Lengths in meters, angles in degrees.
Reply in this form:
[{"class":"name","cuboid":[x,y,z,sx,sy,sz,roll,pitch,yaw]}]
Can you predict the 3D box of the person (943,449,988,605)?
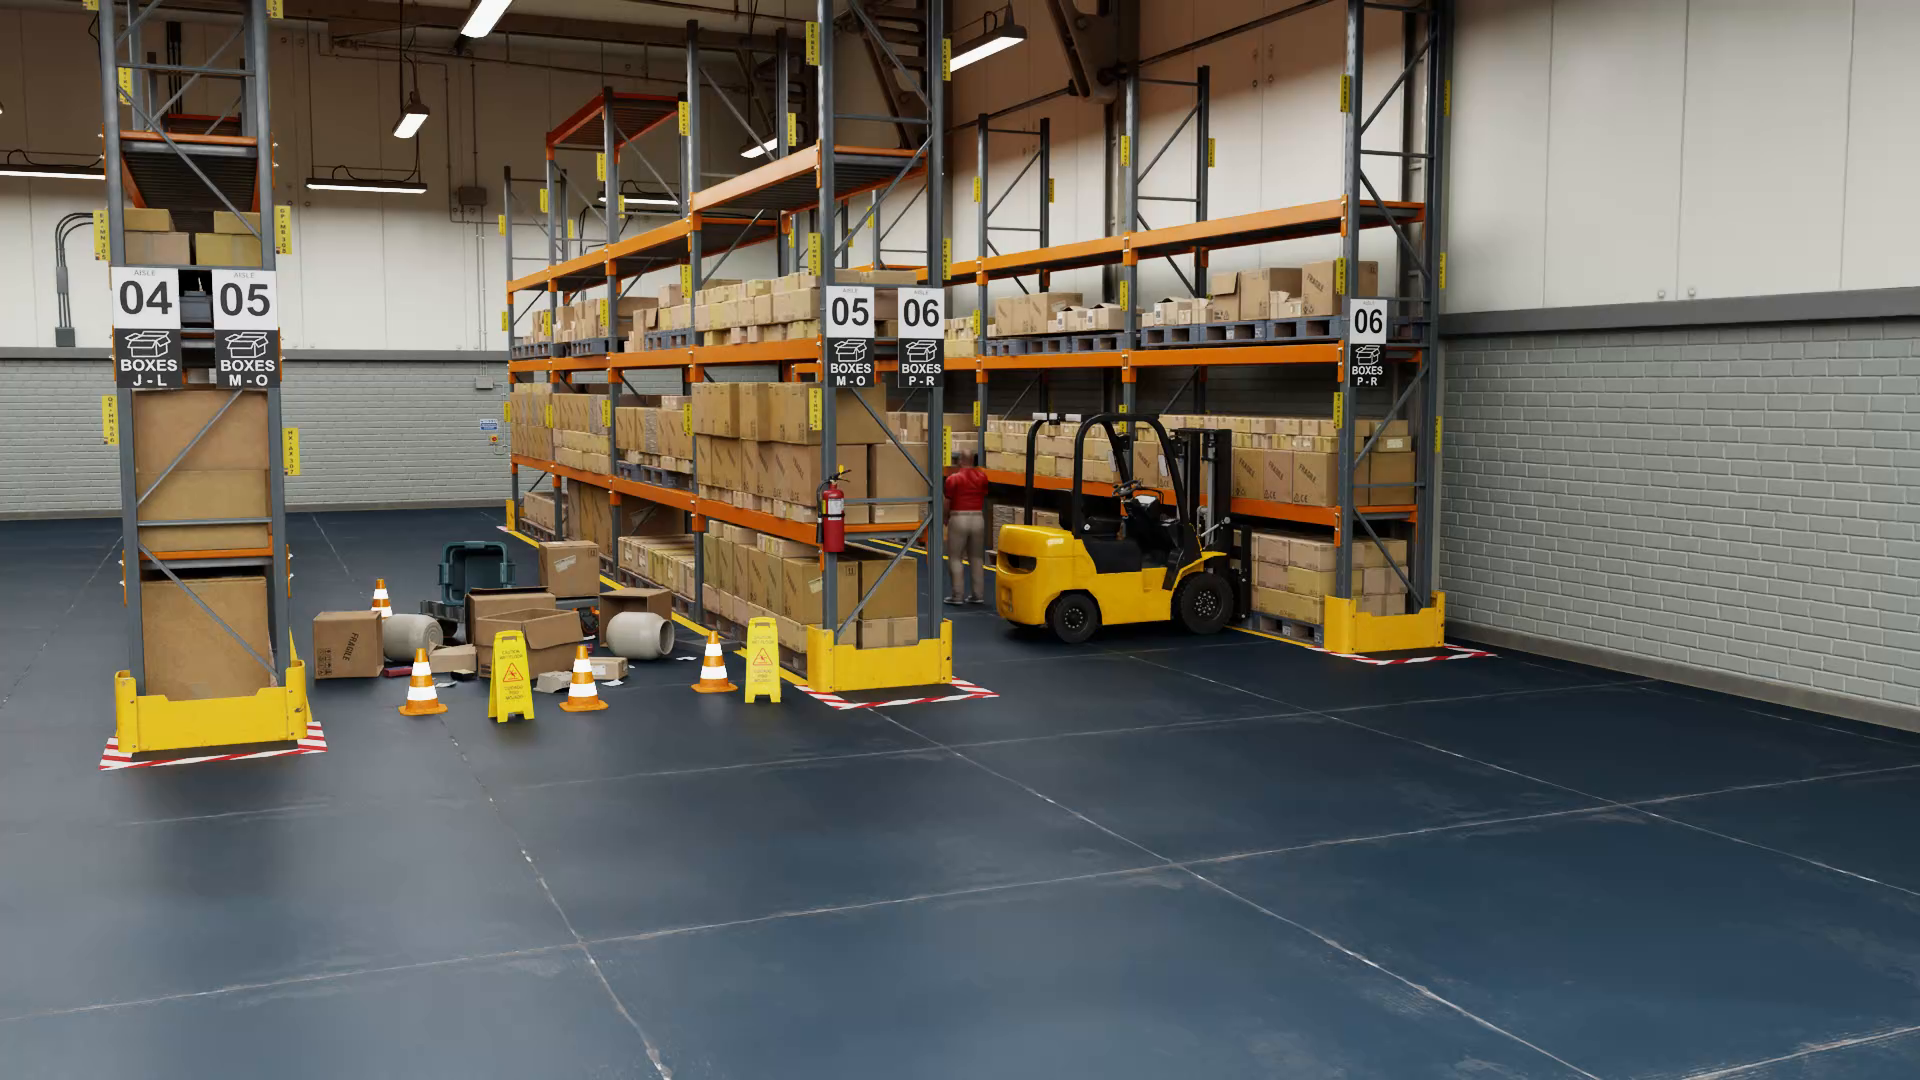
[{"class":"person","cuboid":[0.020,-0.155,18.496,0.503,1.725,0.525,-2,6,-24]}]
